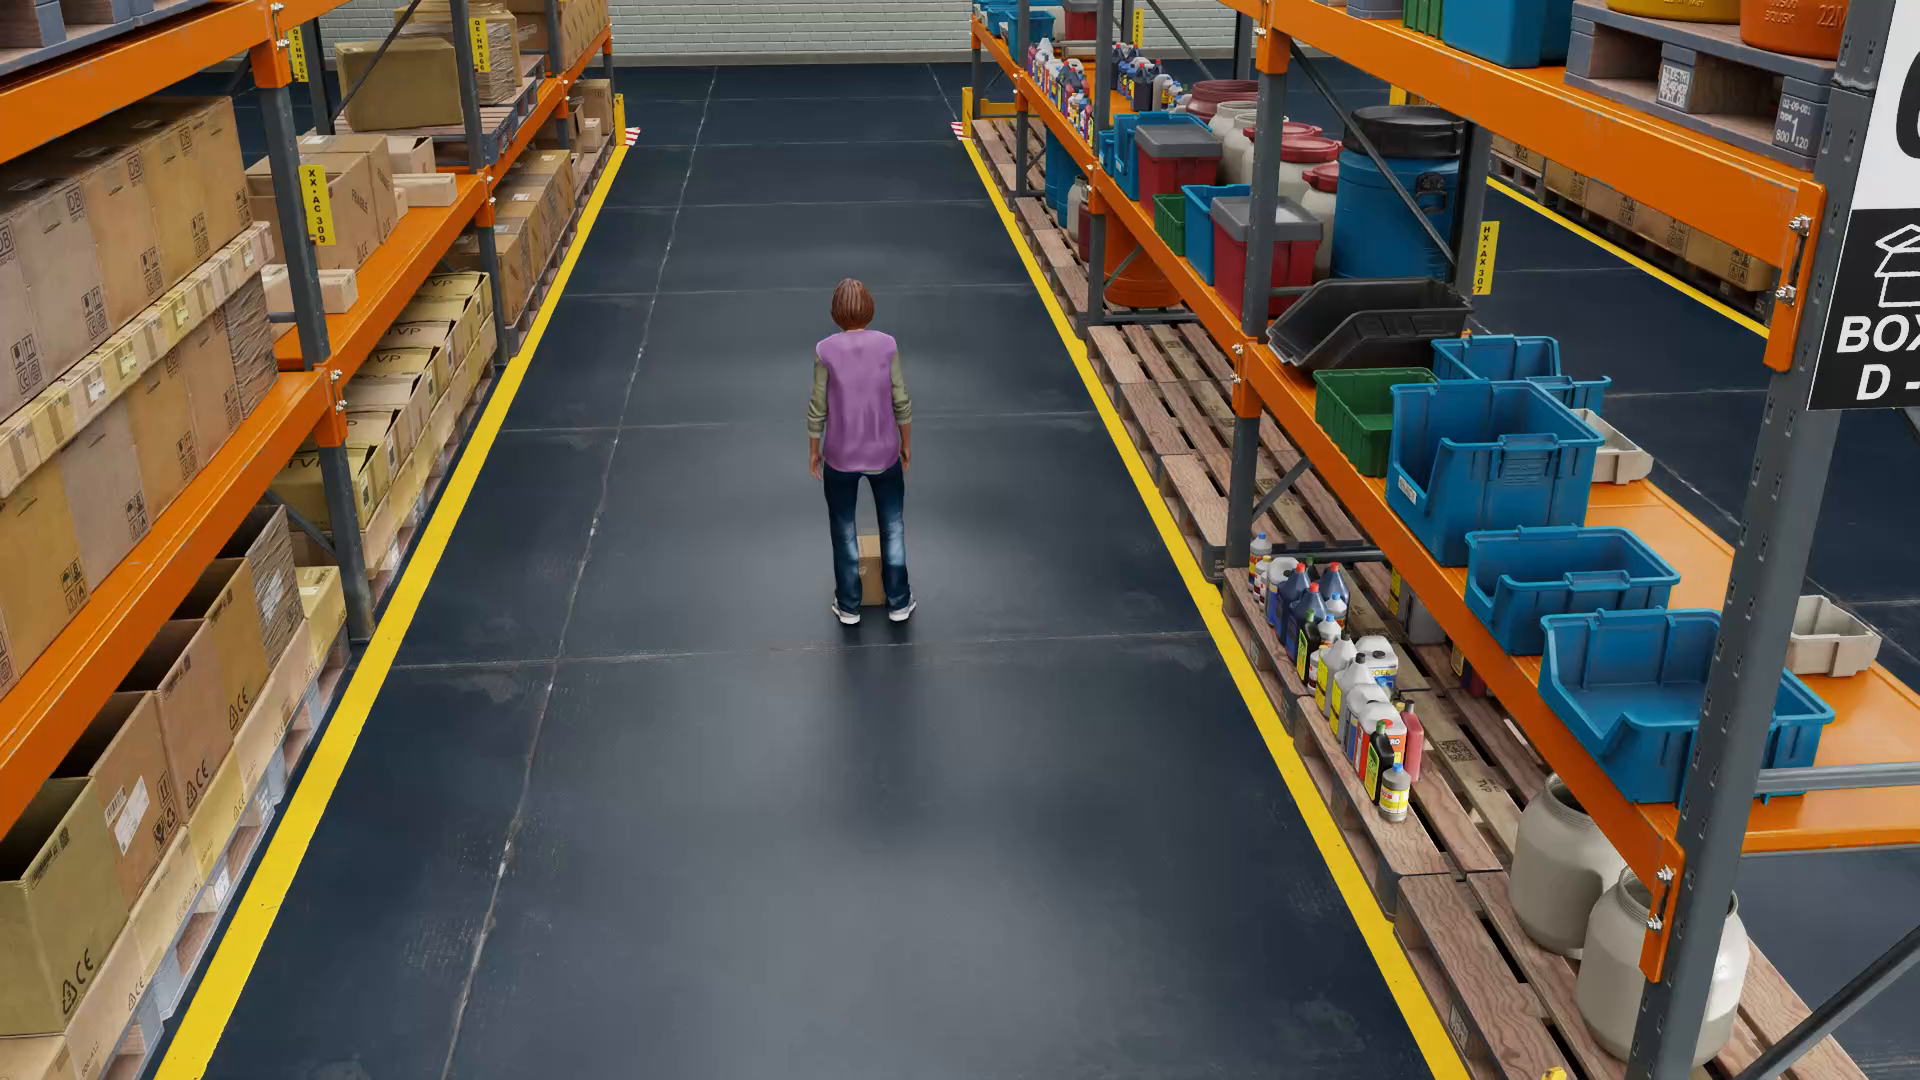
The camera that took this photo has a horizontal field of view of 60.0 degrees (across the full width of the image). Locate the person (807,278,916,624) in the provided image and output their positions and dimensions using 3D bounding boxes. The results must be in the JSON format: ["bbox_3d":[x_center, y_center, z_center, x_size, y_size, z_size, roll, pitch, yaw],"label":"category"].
[{"bbox_3d":[-0.438,-0.373,7.448,0.484,1.594,0.340,-3,24,-8],"label":"person"}]
